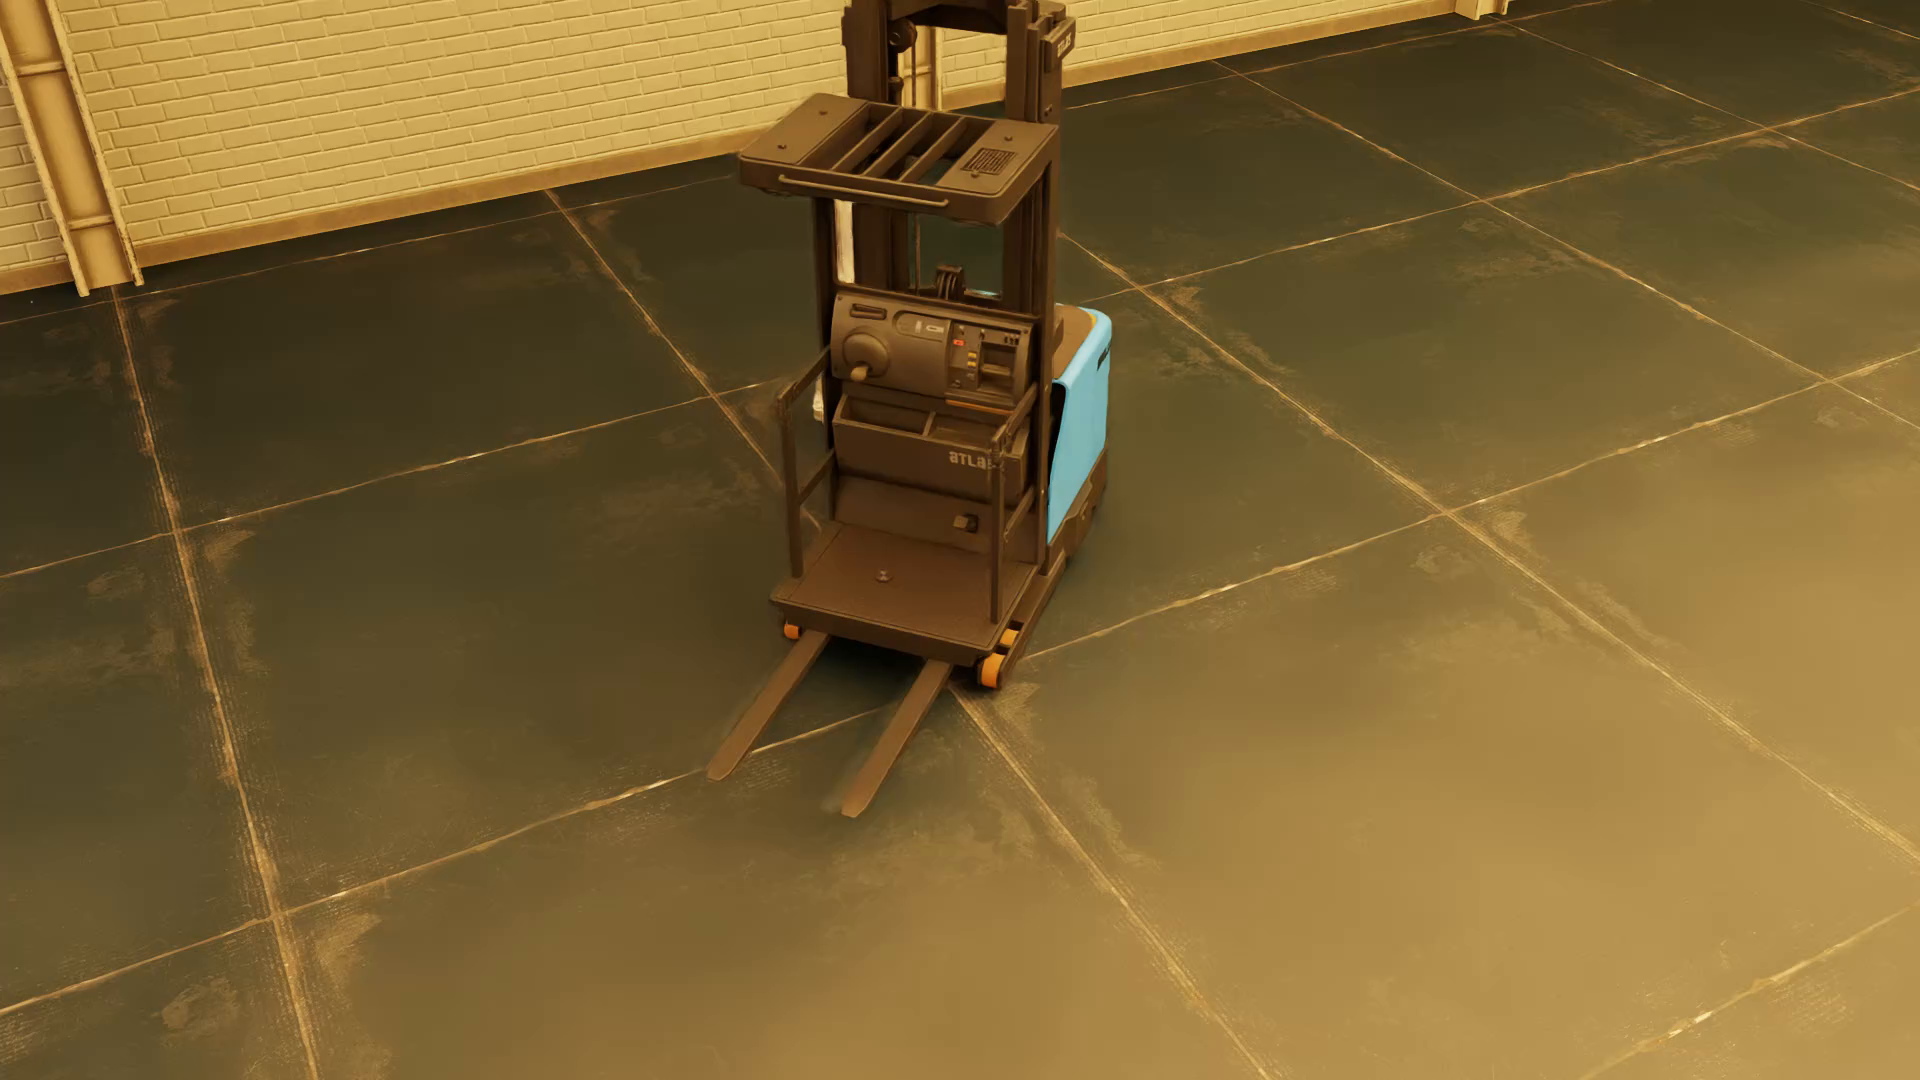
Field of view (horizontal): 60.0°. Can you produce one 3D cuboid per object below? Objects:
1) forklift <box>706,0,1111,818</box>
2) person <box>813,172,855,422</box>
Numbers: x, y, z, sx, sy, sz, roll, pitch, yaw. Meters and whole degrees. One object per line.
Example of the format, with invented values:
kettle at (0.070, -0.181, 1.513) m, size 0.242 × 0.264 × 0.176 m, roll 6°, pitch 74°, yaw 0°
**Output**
forklift at (-0.208, -0.782, 7.229) m, size 1.130 × 2.935 × 3.031 m, roll 12°, pitch 37°, yaw 17°
person at (-0.426, -1.442, 9.209) m, size 0.801 × 1.753 × 0.730 m, roll -19°, pitch 39°, yaw -25°
